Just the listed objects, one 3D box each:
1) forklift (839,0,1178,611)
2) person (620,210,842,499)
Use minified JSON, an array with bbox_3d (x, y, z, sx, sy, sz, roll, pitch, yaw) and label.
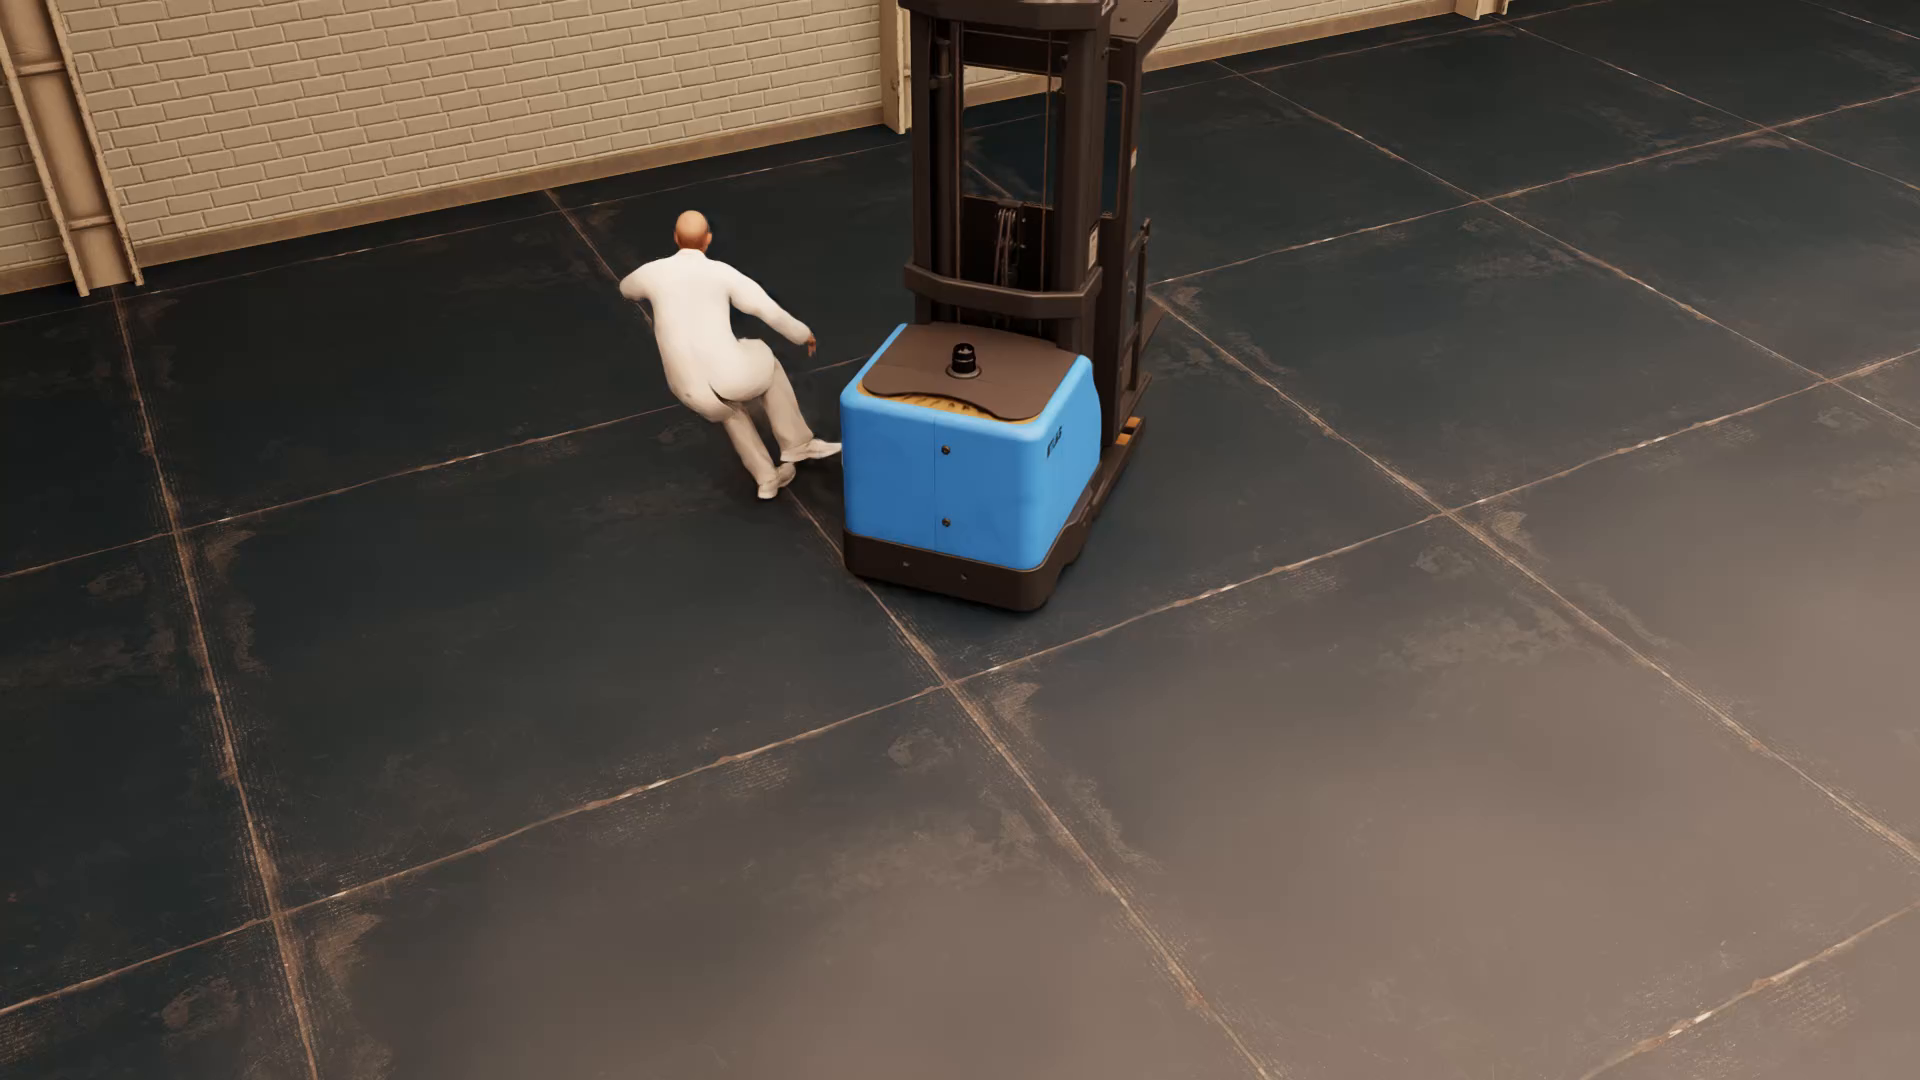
[{"bbox_3d":[0.410,-1.700,8.528,1.130,2.935,3.031,12,37,17],"label":"forklift"},{"bbox_3d":[-1.207,-1.029,8.816,1.124,1.533,0.938,-3,35,-4],"label":"person"}]
